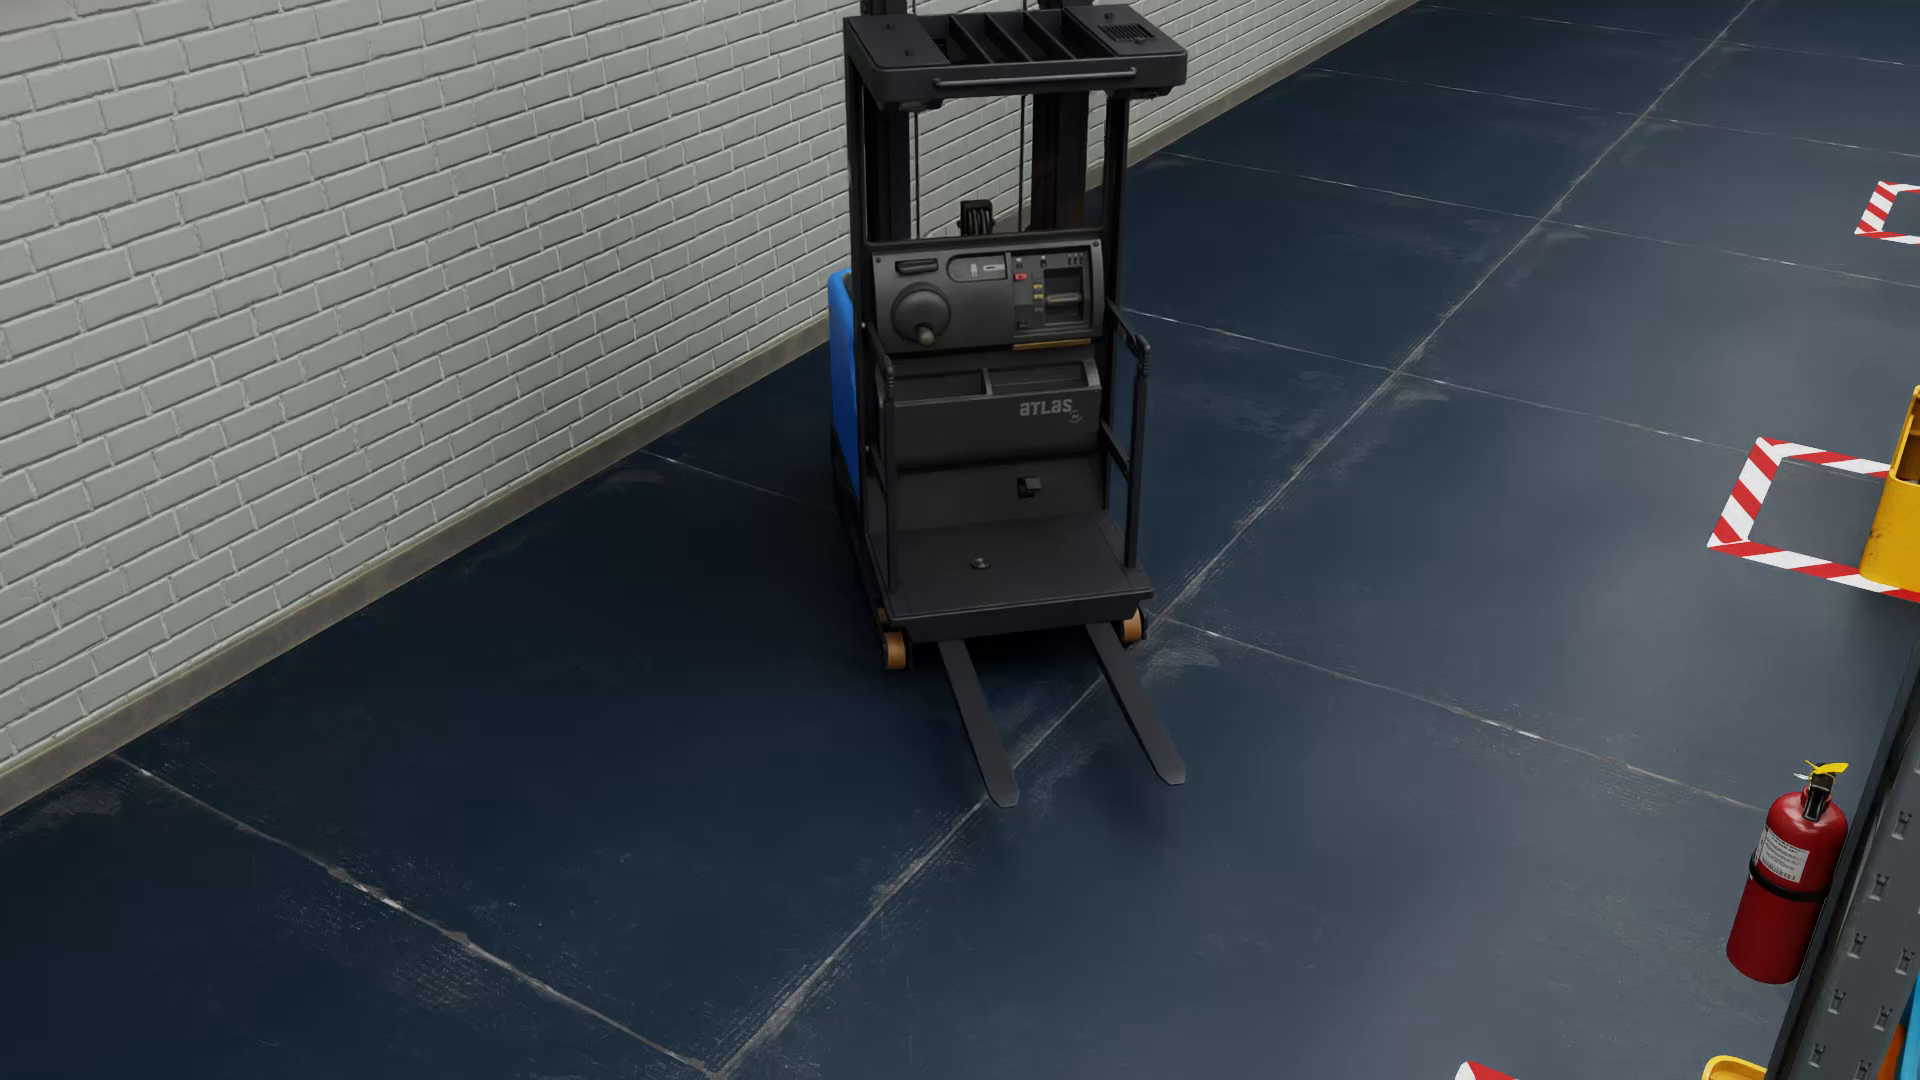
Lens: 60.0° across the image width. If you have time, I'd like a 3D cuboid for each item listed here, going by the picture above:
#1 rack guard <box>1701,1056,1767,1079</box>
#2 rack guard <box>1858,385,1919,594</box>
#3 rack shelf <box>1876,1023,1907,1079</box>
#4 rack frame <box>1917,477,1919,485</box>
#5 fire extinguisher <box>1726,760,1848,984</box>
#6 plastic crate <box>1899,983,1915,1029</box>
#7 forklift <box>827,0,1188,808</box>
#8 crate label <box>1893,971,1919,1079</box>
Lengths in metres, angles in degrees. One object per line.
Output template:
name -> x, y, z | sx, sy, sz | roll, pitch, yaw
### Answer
rack guard -> 1.840, 1.867, 4.053 | 0.348, 0.500, 1.175 | 18, 35, 27
rack guard -> 4.480, -0.252, 7.686 | 0.348, 0.500, 1.175 | 18, 35, 27
rack shelf -> 3.561, 1.635, 2.685 | 4.000, 0.370, 1.077 | 18, 35, 27
rack frame -> 4.500, -1.325, 7.045 | 0.127, 3.000, 1.000 | 18, 35, 27
fire extinguisher -> 1.981, 0.749, 3.937 | 0.183, 0.674, 0.296 | 18, 35, 27
plastic crate -> 2.250, 0.757, 3.381 | 0.499, 0.435, 0.616 | 18, 35, 27
forklift -> 0.162, -0.933, 6.441 | 1.130, 2.935, 3.031 | -6, 31, -10
crate label -> 1.901, 1.042, 3.095 | 0.303, 0.233, 0.416 | 18, 35, 27
